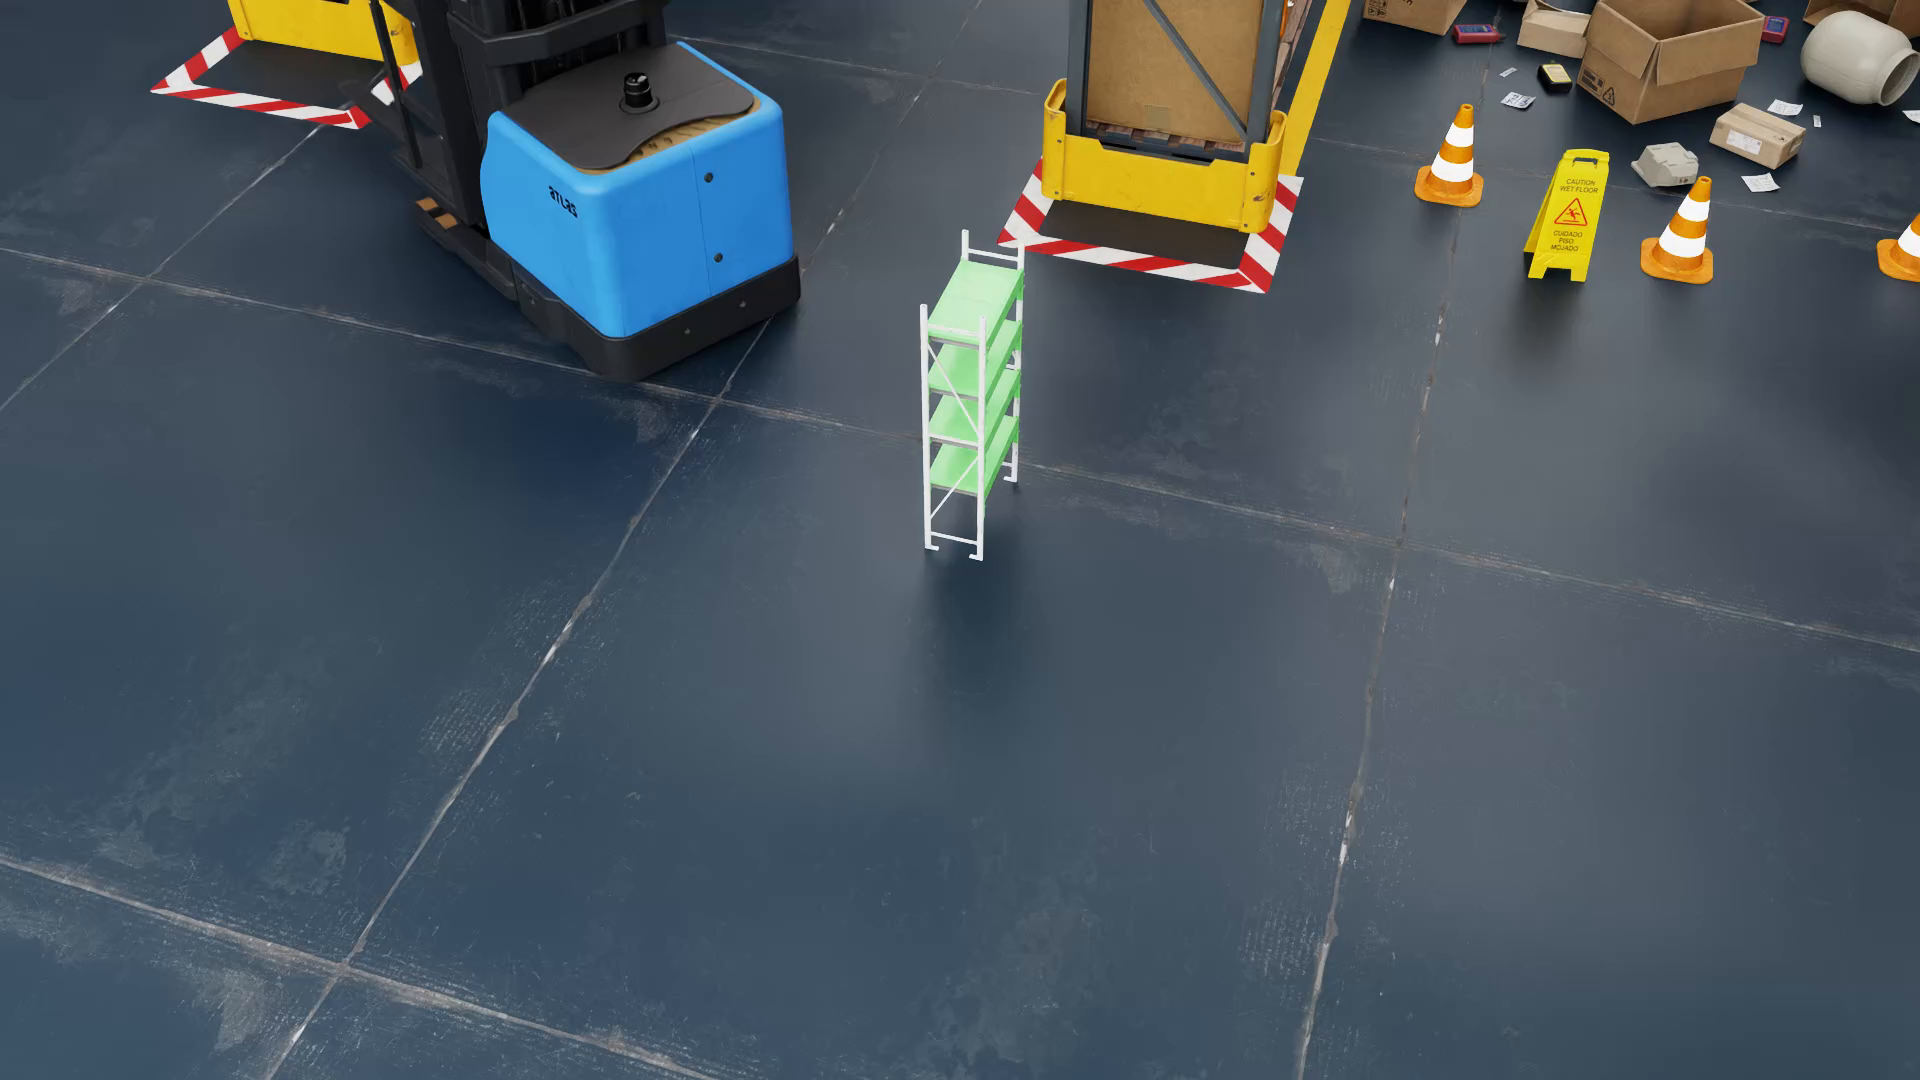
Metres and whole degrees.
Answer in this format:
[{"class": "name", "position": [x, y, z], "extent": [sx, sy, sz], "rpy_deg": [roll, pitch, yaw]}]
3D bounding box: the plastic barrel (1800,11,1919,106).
[{"class": "plastic barrel", "position": [4.950, -2.643, 9.149], "extent": [0.421, 0.421, 0.512], "rpy_deg": [-24, 49, -22]}]

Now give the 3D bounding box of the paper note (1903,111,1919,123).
[{"class": "paper note", "position": [5.264, -2.319, 9.098], "extent": [0.142, 0.019, 0.148], "rpy_deg": [-2, 44, -2]}]

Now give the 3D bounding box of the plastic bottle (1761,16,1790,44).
[{"class": "plastic bottle", "position": [4.800, -3.020, 9.792], "extent": [0.133, 0.061, 0.283], "rpy_deg": [20, 48, 19]}]

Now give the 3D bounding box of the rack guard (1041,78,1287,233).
[{"class": "rack guard", "position": [1.012, -1.938, 8.373], "extent": [1.175, 0.500, 0.348], "rpy_deg": [13, 46, 13]}]

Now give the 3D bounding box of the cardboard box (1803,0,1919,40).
[{"class": "cardboard box", "position": [5.357, -3.214, 9.676], "extent": [0.500, 0.500, 0.500], "rpy_deg": [-24, 49, -22]}]

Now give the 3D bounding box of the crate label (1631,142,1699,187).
[{"class": "crate label", "position": [3.686, -1.949, 8.644], "extent": [0.250, 0.136, 0.298], "rpy_deg": [-9, 45, -9]}]

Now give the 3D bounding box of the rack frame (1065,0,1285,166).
[{"class": "rack frame", "position": [1.019, -2.848, 7.515], "extent": [1.000, 3.000, 0.127], "rpy_deg": [13, 46, 13]}]

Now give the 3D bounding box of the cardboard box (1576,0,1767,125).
[{"class": "cardboard box", "position": [3.886, -2.681, 9.130], "extent": [0.797, 0.503, 0.637], "rpy_deg": [-16, 47, -16]}]

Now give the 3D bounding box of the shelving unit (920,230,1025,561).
[{"class": "shelving unit", "position": [0.050, -0.539, 6.443], "extent": [0.258, 1.200, 0.503], "rpy_deg": [13, 46, 12]}]

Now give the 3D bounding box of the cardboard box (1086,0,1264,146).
[{"class": "cardboard box", "position": [1.161, -2.704, 8.588], "extent": [0.875, 0.875, 0.875], "rpy_deg": [13, 46, 13]}]

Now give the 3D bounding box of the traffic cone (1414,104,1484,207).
[{"class": "traffic cone", "position": [2.533, -1.994, 8.457], "extent": [0.336, 0.463, 0.334], "rpy_deg": [13, 46, 13]}]

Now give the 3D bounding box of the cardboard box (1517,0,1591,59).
[{"class": "cardboard box", "position": [3.465, -3.001, 9.627], "extent": [0.396, 0.266, 0.258], "rpy_deg": [20, 48, 19]}]

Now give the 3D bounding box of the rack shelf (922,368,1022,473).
[{"class": "rack shelf", "position": [0.050, -0.494, 6.488], "extent": [0.258, 0.148, 0.480], "rpy_deg": [13, 46, 12]}]

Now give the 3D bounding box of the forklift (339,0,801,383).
[{"class": "forklift", "position": [-2.094, -2.698, 7.412], "extent": [1.130, 2.935, 3.031], "rpy_deg": [-31, 52, -28]}]

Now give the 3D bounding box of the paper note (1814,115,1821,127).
[{"class": "paper note", "position": [4.681, -2.287, 9.080], "extent": [0.032, 0.001, 0.123], "rpy_deg": [13, 46, 13]}]

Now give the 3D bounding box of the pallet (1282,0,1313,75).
[{"class": "pallet", "position": [1.558, -3.211, 9.881], "extent": [1.003, 0.211, 1.213], "rpy_deg": [13, 46, 13]}]

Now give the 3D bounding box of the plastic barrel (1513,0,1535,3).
[{"class": "plastic barrel", "position": [3.349, -3.512, 10.036], "extent": [0.421, 0.421, 0.512], "rpy_deg": [-24, 49, -22]}]

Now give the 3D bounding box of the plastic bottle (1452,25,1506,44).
[{"class": "plastic bottle", "position": [3.041, -2.962, 9.733], "extent": [0.283, 0.061, 0.133], "rpy_deg": [-2, 44, -2]}]

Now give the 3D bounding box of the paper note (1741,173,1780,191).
[{"class": "paper note", "position": [4.156, -1.857, 8.626], "extent": [0.148, 0.019, 0.142], "rpy_deg": [-2, 44, -2]}]

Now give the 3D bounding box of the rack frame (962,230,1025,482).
[{"class": "rack frame", "position": [0.124, -0.702, 6.609], "extent": [0.240, 1.200, 0.015], "rpy_deg": [13, 46, 12]}]

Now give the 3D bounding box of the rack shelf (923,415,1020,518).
[{"class": "rack shelf", "position": [0.050, -0.322, 6.656], "extent": [0.258, 0.148, 0.480], "rpy_deg": [13, 46, 12]}]

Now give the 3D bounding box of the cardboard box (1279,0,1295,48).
[{"class": "cardboard box", "position": [1.426, -3.291, 9.188], "extent": [0.875, 0.875, 0.875], "rpy_deg": [12, 46, 12]}]

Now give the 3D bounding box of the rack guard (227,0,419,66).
[{"class": "rack guard", "position": [-3.655, -3.123, 9.584], "extent": [1.175, 0.500, 0.348], "rpy_deg": [13, 46, 13]}]

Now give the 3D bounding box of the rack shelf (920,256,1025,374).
[{"class": "rack shelf", "position": [0.050, -0.837, 6.152], "extent": [0.258, 0.148, 0.480], "rpy_deg": [13, 46, 12]}]

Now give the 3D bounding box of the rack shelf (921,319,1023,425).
[{"class": "rack shelf", "position": [0.050, -0.665, 6.320], "extent": [0.258, 0.148, 0.480], "rpy_deg": [13, 46, 12]}]

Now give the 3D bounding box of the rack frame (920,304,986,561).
[{"class": "rack frame", "position": [-0.024, -0.377, 6.277], "extent": [0.240, 1.200, 0.015], "rpy_deg": [13, 46, 12]}]

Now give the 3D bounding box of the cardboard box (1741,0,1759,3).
[{"class": "cardboard box", "position": [4.686, -3.467, 10.103], "extent": [0.258, 0.266, 0.396], "rpy_deg": [-16, 47, -16]}]

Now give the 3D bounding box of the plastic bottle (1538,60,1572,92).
[{"class": "plastic bottle", "position": [3.349, -2.626, 9.390], "extent": [0.133, 0.061, 0.283], "rpy_deg": [-2, 44, -2]}]

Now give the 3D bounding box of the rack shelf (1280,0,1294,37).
[{"class": "rack shelf", "position": [1.625, -3.924, 9.129], "extent": [1.077, 0.370, 4.000], "rpy_deg": [13, 46, 13]}]

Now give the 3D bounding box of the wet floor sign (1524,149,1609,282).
[{"class": "wet floor sign", "position": [2.897, -1.568, 7.891], "extent": [0.267, 0.644, 0.232], "rpy_deg": [5, 45, 5]}]

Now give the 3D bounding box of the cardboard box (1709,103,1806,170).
[{"class": "cardboard box", "position": [4.239, -2.149, 8.840], "extent": [0.250, 0.149, 0.380], "rpy_deg": [-33, 53, -29]}]

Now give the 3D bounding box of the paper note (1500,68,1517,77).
[{"class": "paper note", "position": [3.120, -2.663, 9.464], "extent": [0.123, 0.001, 0.032], "rpy_deg": [-33, 53, -29]}]

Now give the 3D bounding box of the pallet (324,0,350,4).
[{"class": "pallet", "position": [-3.375, -3.554, 10.231], "extent": [1.003, 0.211, 1.213], "rpy_deg": [13, 46, 13]}]

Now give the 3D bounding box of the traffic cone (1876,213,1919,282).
[{"class": "traffic cone", "position": [4.668, -1.520, 7.972], "extent": [0.336, 0.463, 0.334], "rpy_deg": [13, 46, 13]}]

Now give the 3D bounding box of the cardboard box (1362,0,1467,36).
[{"class": "cardboard box", "position": [2.738, -3.369, 9.834], "extent": [0.500, 0.500, 0.500], "rpy_deg": [20, 48, 19]}]

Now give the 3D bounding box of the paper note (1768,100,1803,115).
[{"class": "paper note", "position": [4.556, -2.388, 9.176], "extent": [0.148, 0.019, 0.142], "rpy_deg": [28, 51, 26]}]

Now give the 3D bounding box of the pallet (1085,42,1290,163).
[{"class": "pallet", "position": [1.186, -2.401, 9.052], "extent": [1.003, 0.211, 1.213], "rpy_deg": [13, 46, 13]}]

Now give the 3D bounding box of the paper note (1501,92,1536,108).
[{"class": "paper note", "position": [3.099, -2.444, 9.227], "extent": [0.144, 0.017, 0.142], "rpy_deg": [28, 51, 26]}]

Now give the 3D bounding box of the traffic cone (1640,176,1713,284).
[{"class": "traffic cone", "position": [3.507, -1.528, 7.981], "extent": [0.336, 0.463, 0.334], "rpy_deg": [13, 46, 13]}]
